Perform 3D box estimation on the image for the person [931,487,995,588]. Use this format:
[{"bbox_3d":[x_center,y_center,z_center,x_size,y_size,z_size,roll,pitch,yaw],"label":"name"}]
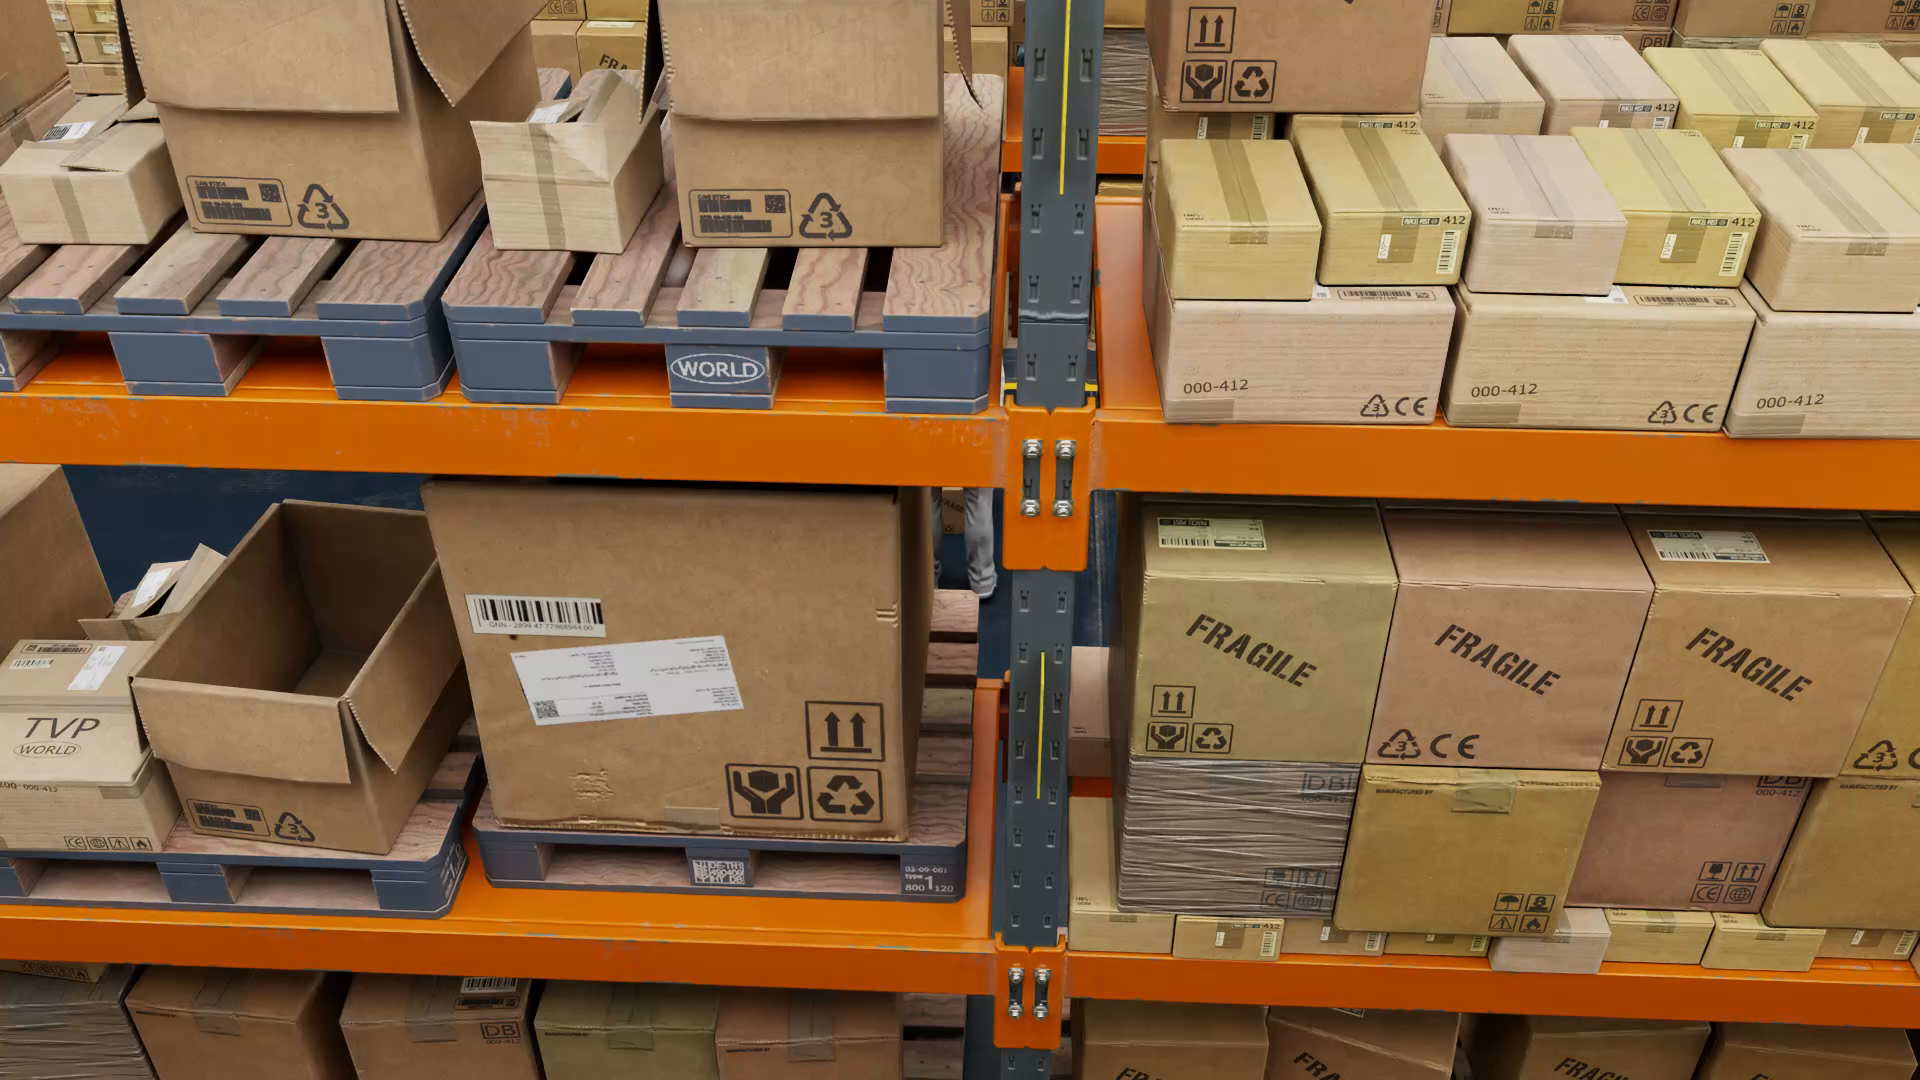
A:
[{"bbox_3d":[-0.052,-0.514,6.790,0.426,1.612,0.279,2,36,3],"label":"person"}]
